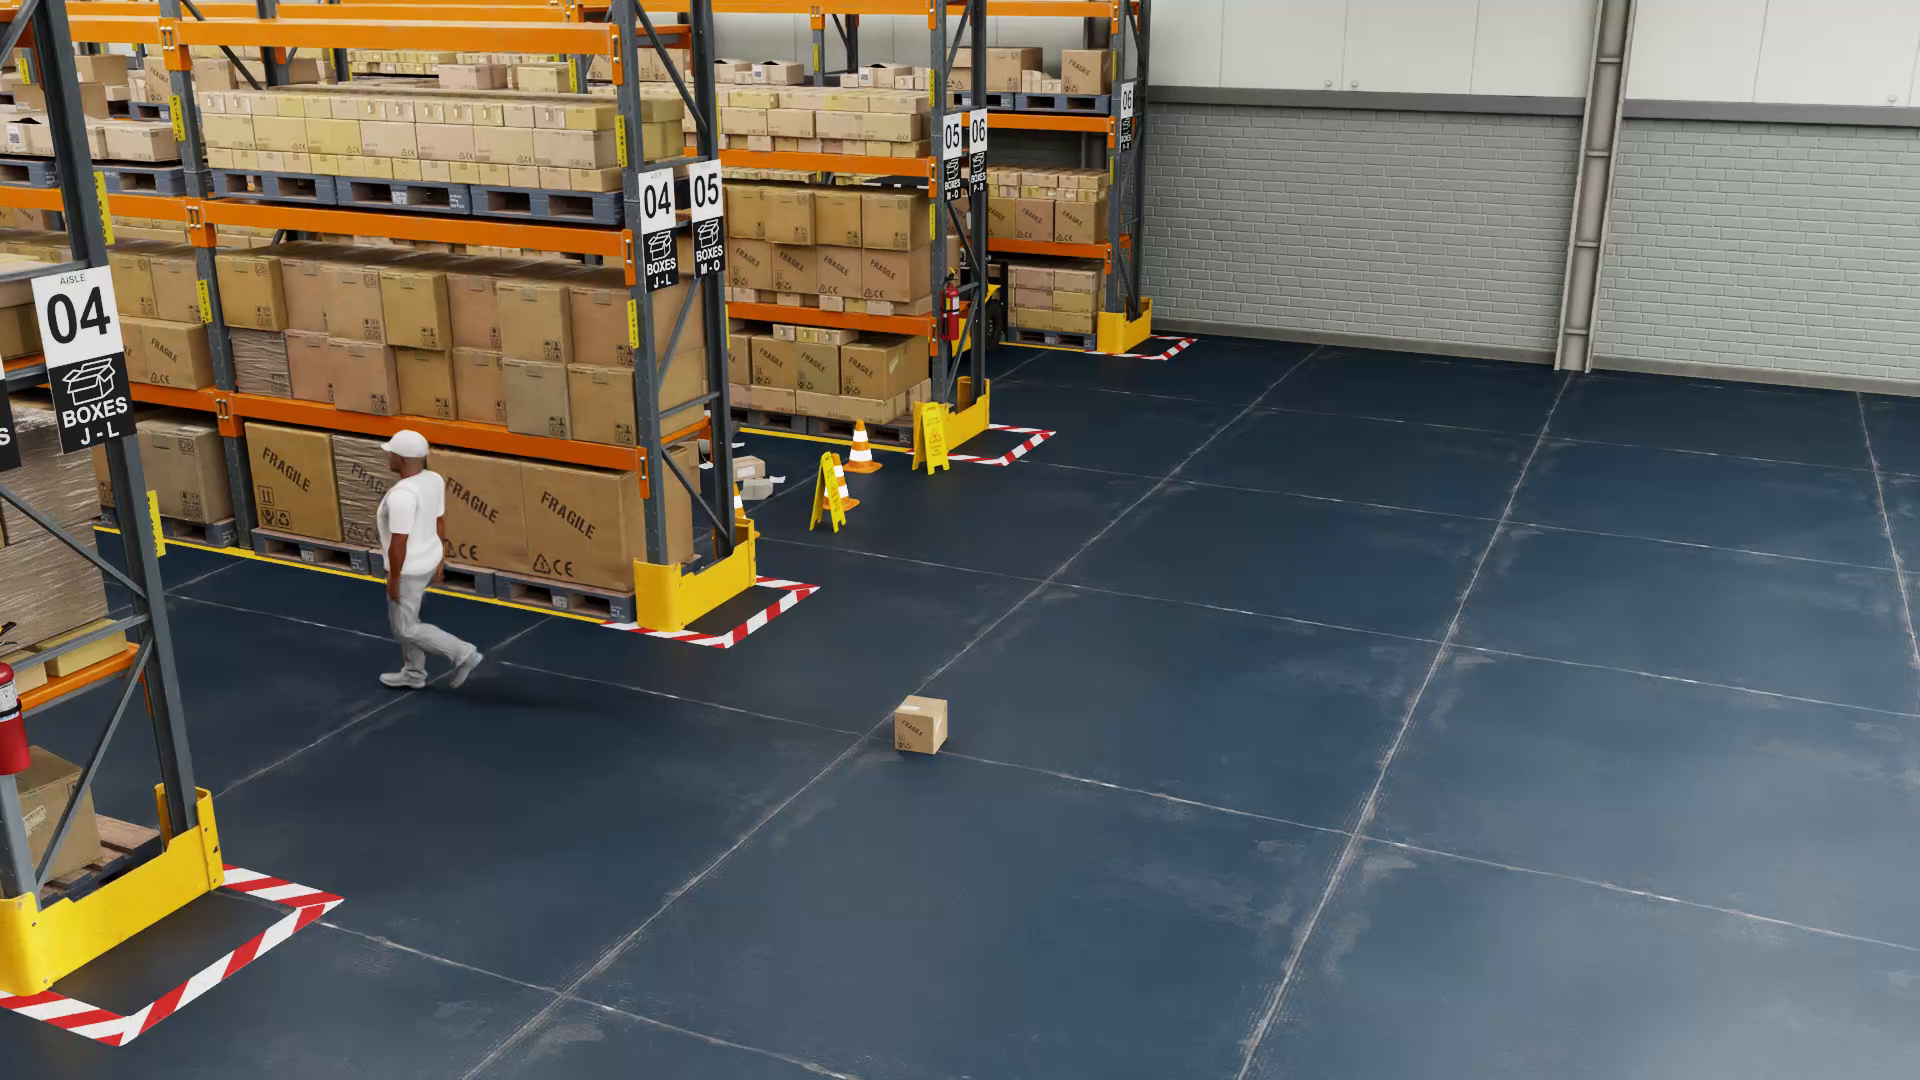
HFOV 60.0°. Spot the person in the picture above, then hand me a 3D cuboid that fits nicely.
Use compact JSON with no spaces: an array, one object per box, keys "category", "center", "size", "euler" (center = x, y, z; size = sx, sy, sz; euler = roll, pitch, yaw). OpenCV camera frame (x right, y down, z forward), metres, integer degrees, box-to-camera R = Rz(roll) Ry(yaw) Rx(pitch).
[{"category":"person","center":[-3.428,0.159,10.536],"size":[0.777,1.747,0.568],"euler":[2,19,5]}]
